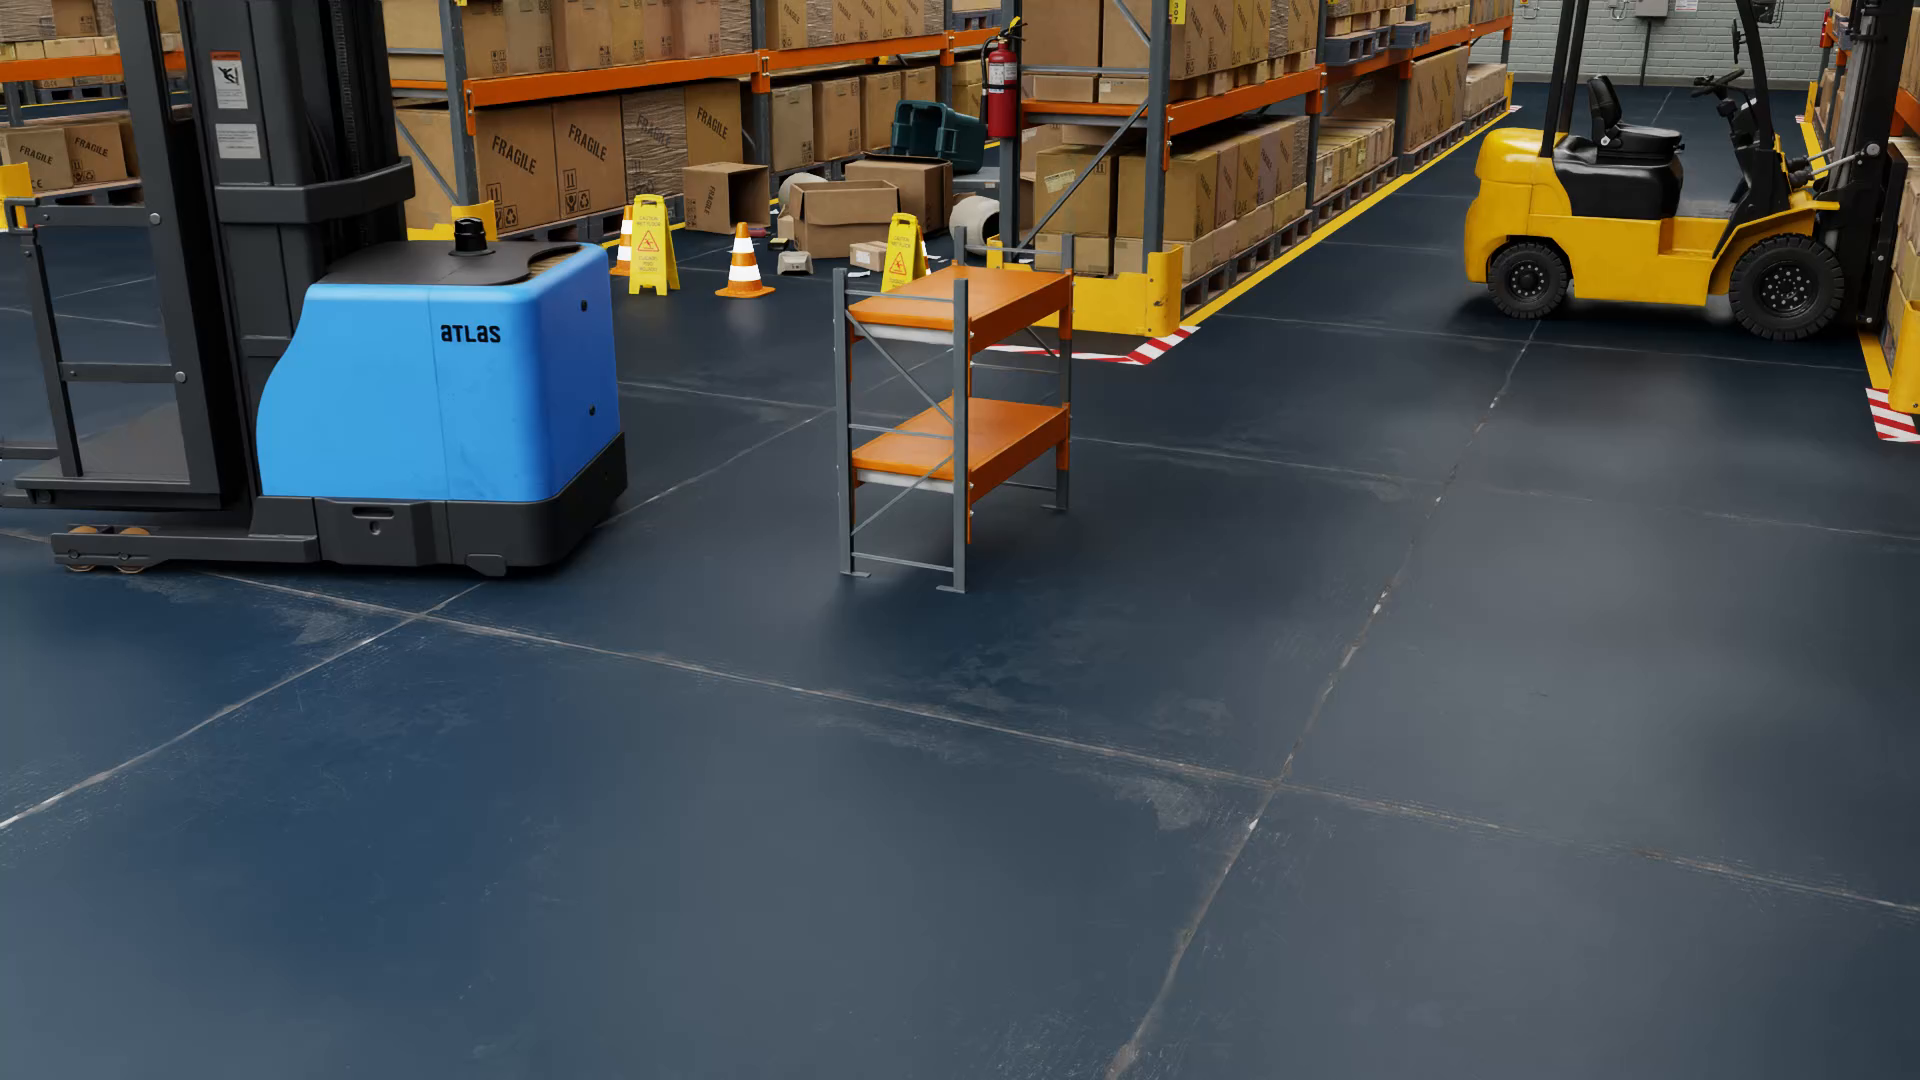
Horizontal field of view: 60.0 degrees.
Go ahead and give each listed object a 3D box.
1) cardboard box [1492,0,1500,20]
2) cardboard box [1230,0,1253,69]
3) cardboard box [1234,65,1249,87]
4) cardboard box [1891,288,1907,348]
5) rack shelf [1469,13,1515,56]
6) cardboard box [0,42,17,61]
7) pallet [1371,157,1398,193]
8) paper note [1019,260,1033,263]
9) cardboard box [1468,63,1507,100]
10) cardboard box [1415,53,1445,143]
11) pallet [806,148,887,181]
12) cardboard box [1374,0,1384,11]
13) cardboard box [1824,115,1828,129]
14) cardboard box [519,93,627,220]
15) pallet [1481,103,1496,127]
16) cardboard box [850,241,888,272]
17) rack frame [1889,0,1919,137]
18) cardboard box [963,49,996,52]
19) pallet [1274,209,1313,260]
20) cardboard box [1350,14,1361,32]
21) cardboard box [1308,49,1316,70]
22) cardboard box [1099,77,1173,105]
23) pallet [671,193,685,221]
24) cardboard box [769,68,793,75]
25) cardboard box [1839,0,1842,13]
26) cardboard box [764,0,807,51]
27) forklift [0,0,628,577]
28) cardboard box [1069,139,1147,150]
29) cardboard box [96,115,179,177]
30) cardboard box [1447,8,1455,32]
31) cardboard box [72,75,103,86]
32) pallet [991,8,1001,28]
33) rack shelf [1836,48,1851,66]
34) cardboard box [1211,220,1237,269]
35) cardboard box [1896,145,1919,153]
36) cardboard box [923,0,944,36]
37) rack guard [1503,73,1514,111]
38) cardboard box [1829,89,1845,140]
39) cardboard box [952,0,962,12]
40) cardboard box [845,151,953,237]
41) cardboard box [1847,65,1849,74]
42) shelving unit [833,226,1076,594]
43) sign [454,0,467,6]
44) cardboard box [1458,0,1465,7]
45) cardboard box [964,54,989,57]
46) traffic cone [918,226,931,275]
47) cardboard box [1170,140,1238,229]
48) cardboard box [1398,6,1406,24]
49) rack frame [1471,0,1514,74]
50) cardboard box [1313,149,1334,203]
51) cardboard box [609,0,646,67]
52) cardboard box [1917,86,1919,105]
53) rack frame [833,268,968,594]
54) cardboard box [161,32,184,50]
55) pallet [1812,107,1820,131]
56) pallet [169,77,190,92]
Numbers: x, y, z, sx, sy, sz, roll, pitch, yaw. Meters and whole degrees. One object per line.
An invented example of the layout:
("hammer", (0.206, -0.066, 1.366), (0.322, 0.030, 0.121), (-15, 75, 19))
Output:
("cardboard box", (6.692, -6.998, 21.519), (0.500, 0.500, 0.500), (9, 22, 24))
("cardboard box", (1.580, -3.321, 10.738), (0.500, 0.500, 0.500), (8, 21, 22))
("cardboard box", (1.727, -3.139, 11.195), (0.380, 0.149, 0.250), (8, 21, 21))
("cardboard box", (5.150, -1.122, 8.624), (0.500, 0.250, 0.500), (9, 21, 23))
("rack shelf", (6.449, -6.653, 21.775), (1.077, 0.370, 4.000), (9, 21, 23))
("cardboard box", (-7.991, -4.009, 13.639), (0.380, 0.149, 0.250), (9, 21, 23))
("pallet", (3.671, -3.606, 16.293), (1.003, 0.211, 1.213), (9, 21, 23))
("paper note", (0.463, -2.054, 12.197), (0.142, 0.019, 0.148), (1, 20, 4))
("cardboard box", (7.089, -6.379, 23.126), (0.875, 0.438, 0.875), (8, 21, 21))
("cardboard box", (4.720, -4.827, 18.109), (0.875, 0.875, 0.875), (9, 21, 23))
("pallet", (-1.458, -3.890, 17.093), (1.003, 0.211, 1.213), (9, 21, 23))
("cardboard box", (3.428, -4.886, 14.510), (0.500, 0.500, 0.500), (8, 21, 20))
("cardboard box", (10.120, -4.766, 19.022), (0.380, 0.149, 0.250), (8, 21, 21))
("cardboard box", (-3.265, -3.043, 13.094), (0.875, 0.875, 0.875), (8, 21, 22))
("pallet", (6.511, -5.663, 22.078), (1.003, 0.211, 1.213), (9, 21, 23))
("cardboard box", (-0.590, -2.047, 12.003), (0.250, 0.149, 0.380), (-14, 24, -33))
("rack frame", (6.884, -3.256, 11.146), (1.000, 3.000, 0.127), (9, 21, 23))
("cardboard box", (0.313, -6.050, 20.989), (0.500, 0.250, 0.500), (9, 22, 24))
("pallet", (2.111, -2.411, 12.935), (1.003, 0.211, 1.213), (9, 21, 23))
("cardboard box", (3.169, -4.386, 14.072), (0.380, 0.149, 0.250), (9, 21, 24))
("cardboard box", (2.501, -3.677, 12.706), (0.380, 0.149, 0.250), (8, 21, 22))
("cardboard box", (1.044, -2.670, 9.874), (0.380, 0.149, 0.250), (9, 21, 23))
("pallet", (-2.586, -3.048, 14.725), (1.003, 0.211, 1.213), (9, 21, 23))
("cardboard box", (-3.068, -7.128, 24.580), (0.875, 0.875, 0.875), (9, 21, 23))
("cardboard box", (10.338, -6.115, 18.966), (0.500, 0.250, 0.500), (9, 21, 23))
("cardboard box", (-1.742, -4.755, 15.213), (0.500, 0.500, 0.500), (9, 21, 23))
("forklift", (-2.918, -1.432, 6.120), (3.031, 2.935, 1.130), (2, 20, 5))
("cardboard box", (1.017, -2.409, 11.124), (0.500, 0.500, 0.500), (9, 22, 25))
("cardboard box", (-7.567, -3.657, 15.380), (0.500, 0.500, 0.500), (11, 22, 28))
("cardboard box", (5.243, -5.831, 18.613), (0.500, 0.250, 0.500), (8, 21, 21))
("cardboard box", (-13.429, -7.169, 25.224), (0.500, 0.500, 0.500), (8, 21, 21))
("pallet", (0.208, -6.327, 20.069), (1.003, 0.211, 1.213), (9, 21, 23))
("rack shelf", (9.341, -4.751, 16.424), (1.077, 0.370, 4.000), (9, 21, 23))
("cardboard box", (1.515, -1.979, 11.033), (0.500, 0.250, 0.500), (9, 22, 25))
("cardboard box", (6.181, -2.369, 10.639), (0.500, 0.250, 0.500), (9, 21, 23))
("cardboard box", (-0.505, -5.679, 17.812), (0.500, 0.500, 0.500), (9, 21, 23))
("rack guard", (7.278, -6.433, 23.813), (1.175, 0.500, 0.348), (9, 21, 23))
("cardboard box", (9.757, -4.604, 18.042), (0.500, 0.500, 0.500), (10, 22, 25))
("cardboard box", (-0.198, -5.995, 18.598), (0.380, 0.149, 0.250), (8, 21, 22))
("cardboard box", (-0.499, -2.772, 13.309), (0.797, 0.637, 0.503), (9, 21, 23))
("cardboard box", (9.708, -5.008, 17.765), (0.380, 0.149, 0.250), (7, 21, 20))
("shelving unit", (0.003, -0.532, 6.286), (0.538, 1.125, 1.048), (9, 21, 23))
("sign", (-3.337, -3.728, 11.065), (0.100, 0.325, 0.005), (9, 21, 23))
("cardboard box", (5.473, -6.224, 18.971), (0.500, 0.250, 0.500), (9, 22, 24))
("cardboard box", (0.360, -5.662, 19.898), (0.500, 0.250, 0.500), (9, 21, 23))
("traffic cone", (-0.285, -1.826, 10.912), (0.336, 0.463, 0.334), (9, 21, 23))
("cardboard box", (1.518, -2.345, 10.943), (0.500, 0.500, 0.500), (8, 21, 21))
("cardboard box", (3.967, -4.930, 15.604), (0.380, 0.149, 0.250), (8, 21, 22))
("rack frame", (7.268, -7.604, 23.373), (1.000, 3.000, 0.127), (9, 21, 23))
("cardboard box", (2.567, -3.056, 13.880), (0.950, 0.372, 0.625), (9, 21, 23))
("cardboard box", (-3.002, -4.044, 13.140), (0.875, 0.550, 0.500), (9, 21, 23))
("cardboard box", (5.834, -2.736, 9.535), (0.500, 0.500, 0.500), (9, 21, 23))
("rack frame", (-0.205, -0.377, 5.849), (0.500, 1.125, 0.032), (9, 21, 23))
("cardboard box", (-7.307, -4.548, 15.157), (0.380, 0.149, 0.250), (9, 21, 23))
("pallet", (11.441, -5.343, 21.178), (1.003, 0.211, 1.213), (9, 21, 23))
("pallet", (-12.746, -7.533, 27.337), (1.003, 0.211, 1.213), (9, 21, 23))
